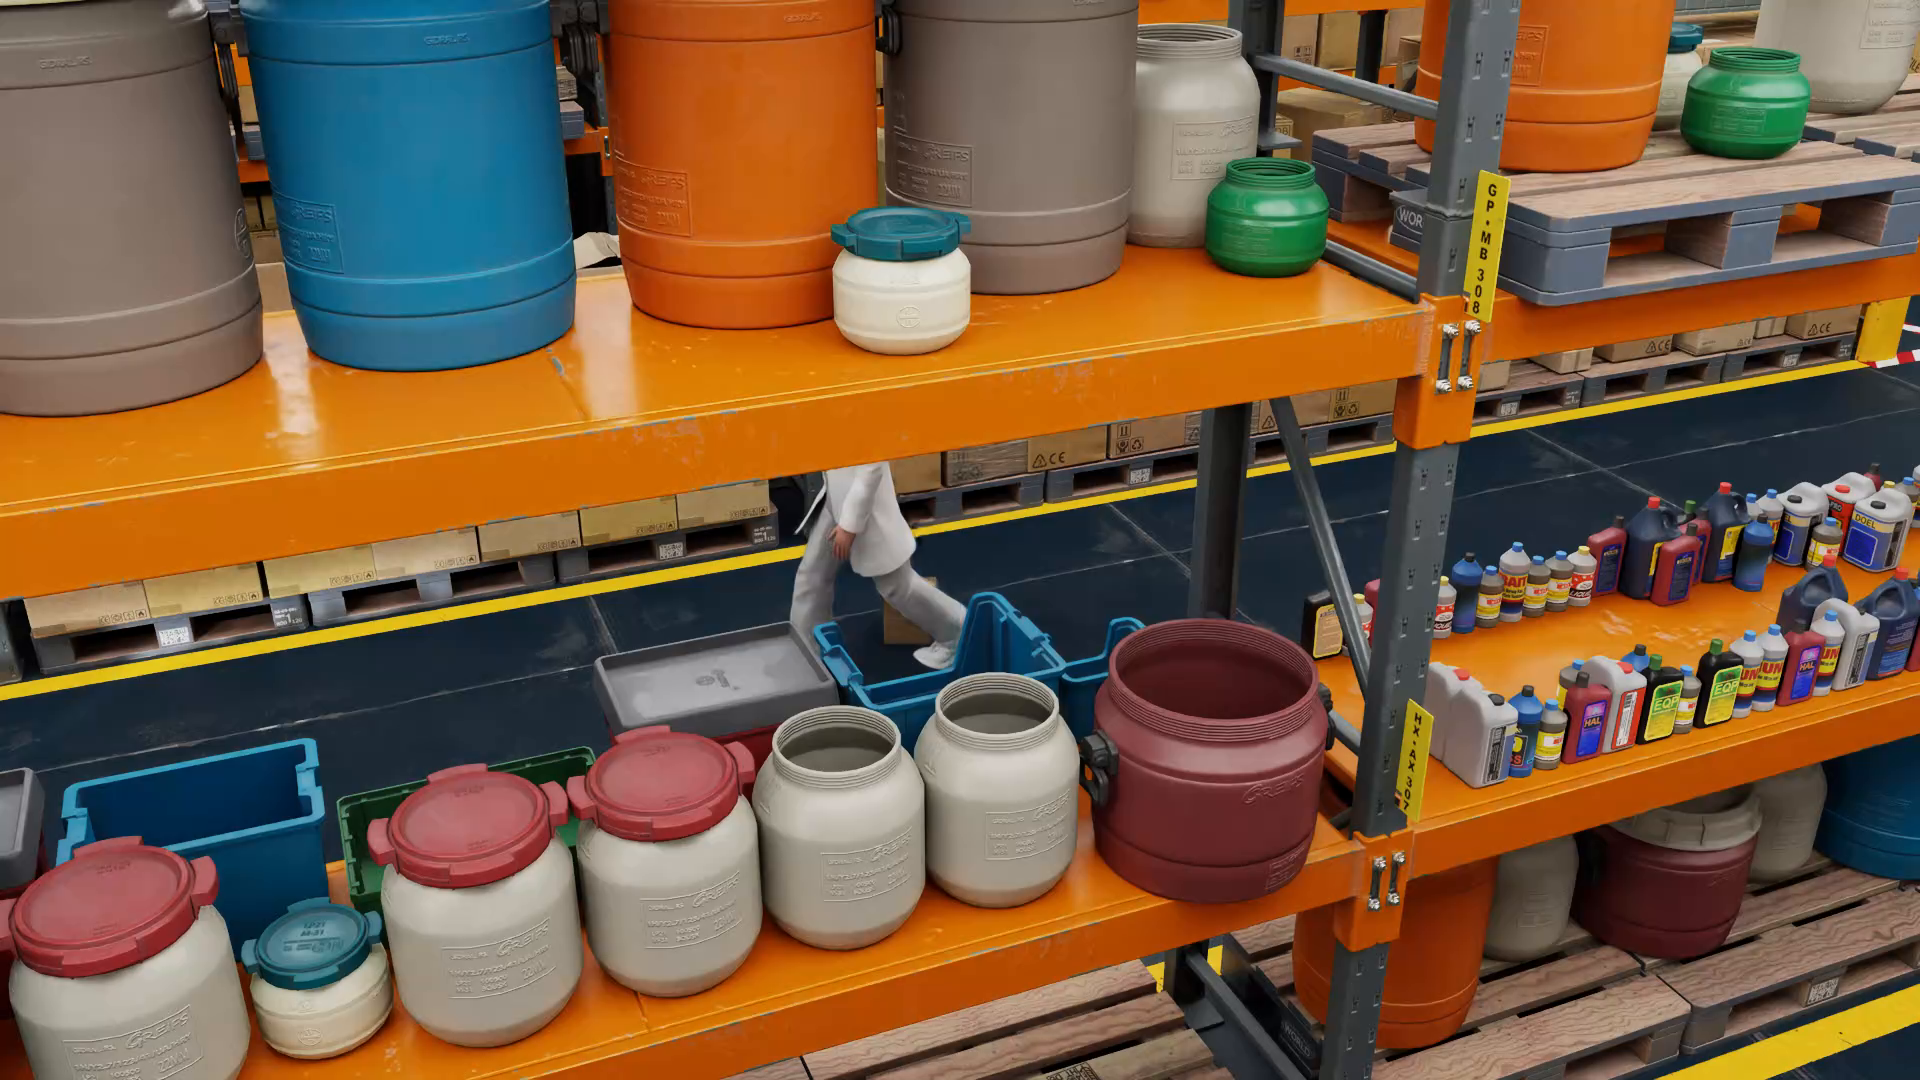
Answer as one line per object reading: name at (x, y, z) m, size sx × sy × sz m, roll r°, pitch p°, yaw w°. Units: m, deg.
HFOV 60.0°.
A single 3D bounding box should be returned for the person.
person at (-0.422, -0.150, 7.439) m, size 1.112 × 1.736 × 0.576 m, roll -9°, pitch 27°, yaw -18°
